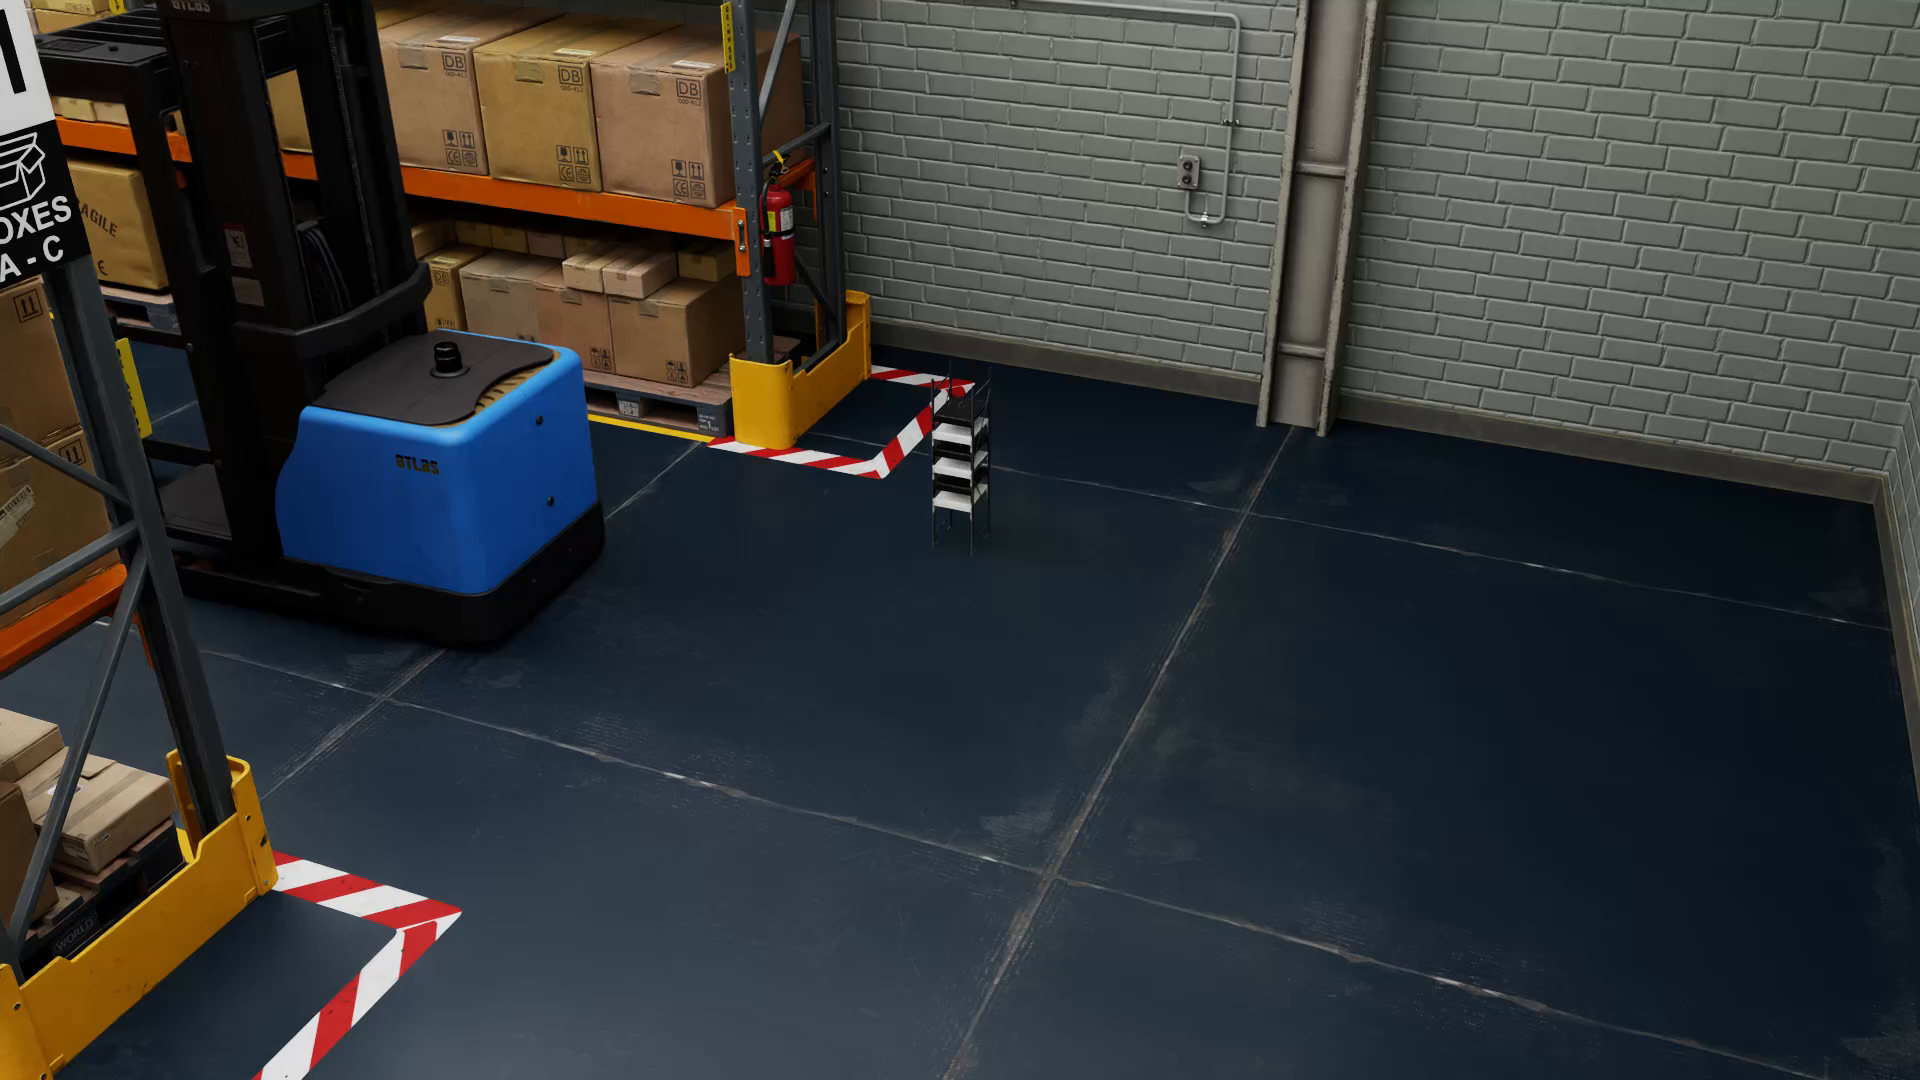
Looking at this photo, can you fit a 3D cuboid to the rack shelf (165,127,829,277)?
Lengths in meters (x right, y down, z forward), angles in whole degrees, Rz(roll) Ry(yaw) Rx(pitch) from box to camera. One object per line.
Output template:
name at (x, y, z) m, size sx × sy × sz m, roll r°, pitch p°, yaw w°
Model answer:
rack shelf at (-2.767, -2.149, 9.734) m, size 4.000 × 0.370 × 1.077 m, roll 11°, pitch 31°, yaw 19°

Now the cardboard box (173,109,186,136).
cardboard box at (-4.124, -2.855, 9.947) m, size 0.700 × 0.700 × 0.980 m, roll 12°, pitch 32°, yaw 20°

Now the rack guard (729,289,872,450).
rack guard at (-0.891, -0.999, 9.509) m, size 0.348 × 0.500 × 1.175 m, roll 11°, pitch 31°, yaw 19°

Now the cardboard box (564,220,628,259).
cardboard box at (-2.110, -1.761, 9.771) m, size 0.250 × 0.149 × 0.380 m, roll 12°, pitch 31°, yaw 20°

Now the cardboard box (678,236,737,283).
cardboard box at (-1.409, -1.621, 9.523) m, size 0.250 × 0.149 × 0.380 m, roll 12°, pitch 31°, yaw 19°

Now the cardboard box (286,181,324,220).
cardboard box at (-4.025, -2.141, 10.444) m, size 0.250 × 0.149 × 0.380 m, roll 11°, pitch 31°, yaw 19°

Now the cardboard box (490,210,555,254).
cardboard box at (-2.584, -1.854, 9.937) m, size 0.250 × 0.149 × 0.380 m, roll 12°, pitch 31°, yaw 20°

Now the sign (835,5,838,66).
sign at (-0.699, -2.755, 9.116) m, size 0.005 × 0.325 × 0.100 m, roll 11°, pitch 31°, yaw 19°

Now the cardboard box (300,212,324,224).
cardboard box at (-3.717, -1.877, 9.977) m, size 0.250 × 0.149 × 0.380 m, roll 12°, pitch 32°, yaw 21°

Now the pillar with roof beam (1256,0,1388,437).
pillar with roof beam at (0.295, -2.635, 3.767) m, size 0.400 × 9.000 × 9.100 m, roll 11°, pitch 31°, yaw 19°

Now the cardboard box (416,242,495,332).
cardboard box at (-3.027, -1.551, 10.059) m, size 0.500 × 0.500 × 0.700 m, roll 12°, pitch 32°, yaw 20°

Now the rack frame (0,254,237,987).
rack frame at (-2.773, 0.168, 4.905) m, size 0.127 × 3.000 × 1.000 m, roll 11°, pitch 31°, yaw 19°

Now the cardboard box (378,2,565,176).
cardboard box at (-2.771, -2.587, 9.473) m, size 0.700 × 0.700 × 0.980 m, roll 10°, pitch 31°, yaw 17°

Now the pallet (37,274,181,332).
pallet at (-5.364, -1.726, 11.089) m, size 1.213 × 0.211 × 1.003 m, roll 11°, pitch 31°, yaw 19°

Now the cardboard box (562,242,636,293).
cardboard box at (-2.025, -1.540, 9.381) m, size 0.250 × 0.149 × 0.380 m, roll 12°, pitch 32°, yaw 20°

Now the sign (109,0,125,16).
sign at (-4.815, -3.052, 9.505) m, size 0.005 × 0.325 × 0.100 m, roll 11°, pitch 31°, yaw 19°

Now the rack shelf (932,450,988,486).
rack shelf at (0.008, -0.361, 8.042) m, size 0.200 × 0.077 × 0.258 m, roll 11°, pitch 31°, yaw 19°

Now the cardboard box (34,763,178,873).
cardboard box at (-3.031, 0.983, 5.913) m, size 0.250 × 0.149 × 0.380 m, roll 11°, pitch 31°, yaw 19°

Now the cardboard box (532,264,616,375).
cardboard box at (-2.064, -1.363, 9.726) m, size 0.500 × 0.500 × 0.700 m, roll 11°, pitch 31°, yaw 19°

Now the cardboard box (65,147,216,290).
cardboard box at (-5.271, -2.140, 10.745) m, size 0.750 × 0.750 × 0.750 m, roll 12°, pitch 32°, yaw 20°

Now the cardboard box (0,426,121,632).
cardboard box at (-3.085, -0.078, 5.238) m, size 0.500 × 0.500 × 0.500 m, roll 12°, pitch 32°, yaw 20°

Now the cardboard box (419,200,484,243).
cardboard box at (-3.058, -1.949, 10.104) m, size 0.250 × 0.149 × 0.380 m, roll 12°, pitch 31°, yaw 20°

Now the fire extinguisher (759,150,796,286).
fire extinguisher at (-0.947, -1.657, 8.591) m, size 0.183 × 0.674 × 0.296 m, roll 11°, pitch 31°, yaw 19°

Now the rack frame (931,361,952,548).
rack frame at (-0.087, -0.409, 8.059) m, size 0.006 × 0.900 × 0.240 m, roll 11°, pitch 31°, yaw 19°

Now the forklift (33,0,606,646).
forklift at (-3.293, -1.246, 7.476) m, size 3.031 × 2.935 × 1.130 m, roll 10°, pitch 31°, yaw 18°

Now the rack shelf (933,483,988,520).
rack shelf at (0.008, -0.205, 8.131) m, size 0.200 × 0.077 × 0.258 m, roll 11°, pitch 31°, yaw 19°

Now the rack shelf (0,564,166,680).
rack shelf at (-4.626, 0.111, 5.737) m, size 4.000 × 0.370 × 1.077 m, roll 11°, pitch 31°, yaw 19°

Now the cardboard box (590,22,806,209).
cardboard box at (-1.390, -2.312, 8.987) m, size 0.700 × 0.700 × 0.980 m, roll 13°, pitch 32°, yaw 21°

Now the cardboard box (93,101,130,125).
cardboard box at (-5.040, -2.665, 10.151) m, size 0.250 × 0.149 × 0.380 m, roll 12°, pitch 31°, yaw 20°

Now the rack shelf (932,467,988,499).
rack shelf at (0.008, -0.283, 8.087) m, size 0.200 × 0.077 × 0.258 m, roll 11°, pitch 31°, yaw 19°

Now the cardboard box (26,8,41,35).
cardboard box at (-5.619, -3.074, 10.216) m, size 0.500 × 0.500 × 0.500 m, roll 12°, pitch 31°, yaw 20°

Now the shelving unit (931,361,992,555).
shelving unit at (0.008, -0.390, 8.026) m, size 0.210 × 0.900 × 0.258 m, roll 11°, pitch 31°, yaw 19°

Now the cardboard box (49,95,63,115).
cardboard box at (-5.506, -2.769, 10.335) m, size 0.250 × 0.149 × 0.380 m, roll 12°, pitch 32°, yaw 21°

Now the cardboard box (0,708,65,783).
cardboard box at (-3.633, 0.851, 6.044) m, size 0.500 × 0.250 × 0.500 m, roll 11°, pitch 31°, yaw 19°

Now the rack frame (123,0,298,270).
rack frame at (-4.620, -2.832, 10.212) m, size 0.127 × 3.000 × 1.000 m, roll 11°, pitch 31°, yaw 19°

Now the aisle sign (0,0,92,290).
aisle sign at (-2.599, -1.085, 4.480) m, size 0.004 × 0.787 × 0.394 m, roll 11°, pitch 31°, yaw 19°
